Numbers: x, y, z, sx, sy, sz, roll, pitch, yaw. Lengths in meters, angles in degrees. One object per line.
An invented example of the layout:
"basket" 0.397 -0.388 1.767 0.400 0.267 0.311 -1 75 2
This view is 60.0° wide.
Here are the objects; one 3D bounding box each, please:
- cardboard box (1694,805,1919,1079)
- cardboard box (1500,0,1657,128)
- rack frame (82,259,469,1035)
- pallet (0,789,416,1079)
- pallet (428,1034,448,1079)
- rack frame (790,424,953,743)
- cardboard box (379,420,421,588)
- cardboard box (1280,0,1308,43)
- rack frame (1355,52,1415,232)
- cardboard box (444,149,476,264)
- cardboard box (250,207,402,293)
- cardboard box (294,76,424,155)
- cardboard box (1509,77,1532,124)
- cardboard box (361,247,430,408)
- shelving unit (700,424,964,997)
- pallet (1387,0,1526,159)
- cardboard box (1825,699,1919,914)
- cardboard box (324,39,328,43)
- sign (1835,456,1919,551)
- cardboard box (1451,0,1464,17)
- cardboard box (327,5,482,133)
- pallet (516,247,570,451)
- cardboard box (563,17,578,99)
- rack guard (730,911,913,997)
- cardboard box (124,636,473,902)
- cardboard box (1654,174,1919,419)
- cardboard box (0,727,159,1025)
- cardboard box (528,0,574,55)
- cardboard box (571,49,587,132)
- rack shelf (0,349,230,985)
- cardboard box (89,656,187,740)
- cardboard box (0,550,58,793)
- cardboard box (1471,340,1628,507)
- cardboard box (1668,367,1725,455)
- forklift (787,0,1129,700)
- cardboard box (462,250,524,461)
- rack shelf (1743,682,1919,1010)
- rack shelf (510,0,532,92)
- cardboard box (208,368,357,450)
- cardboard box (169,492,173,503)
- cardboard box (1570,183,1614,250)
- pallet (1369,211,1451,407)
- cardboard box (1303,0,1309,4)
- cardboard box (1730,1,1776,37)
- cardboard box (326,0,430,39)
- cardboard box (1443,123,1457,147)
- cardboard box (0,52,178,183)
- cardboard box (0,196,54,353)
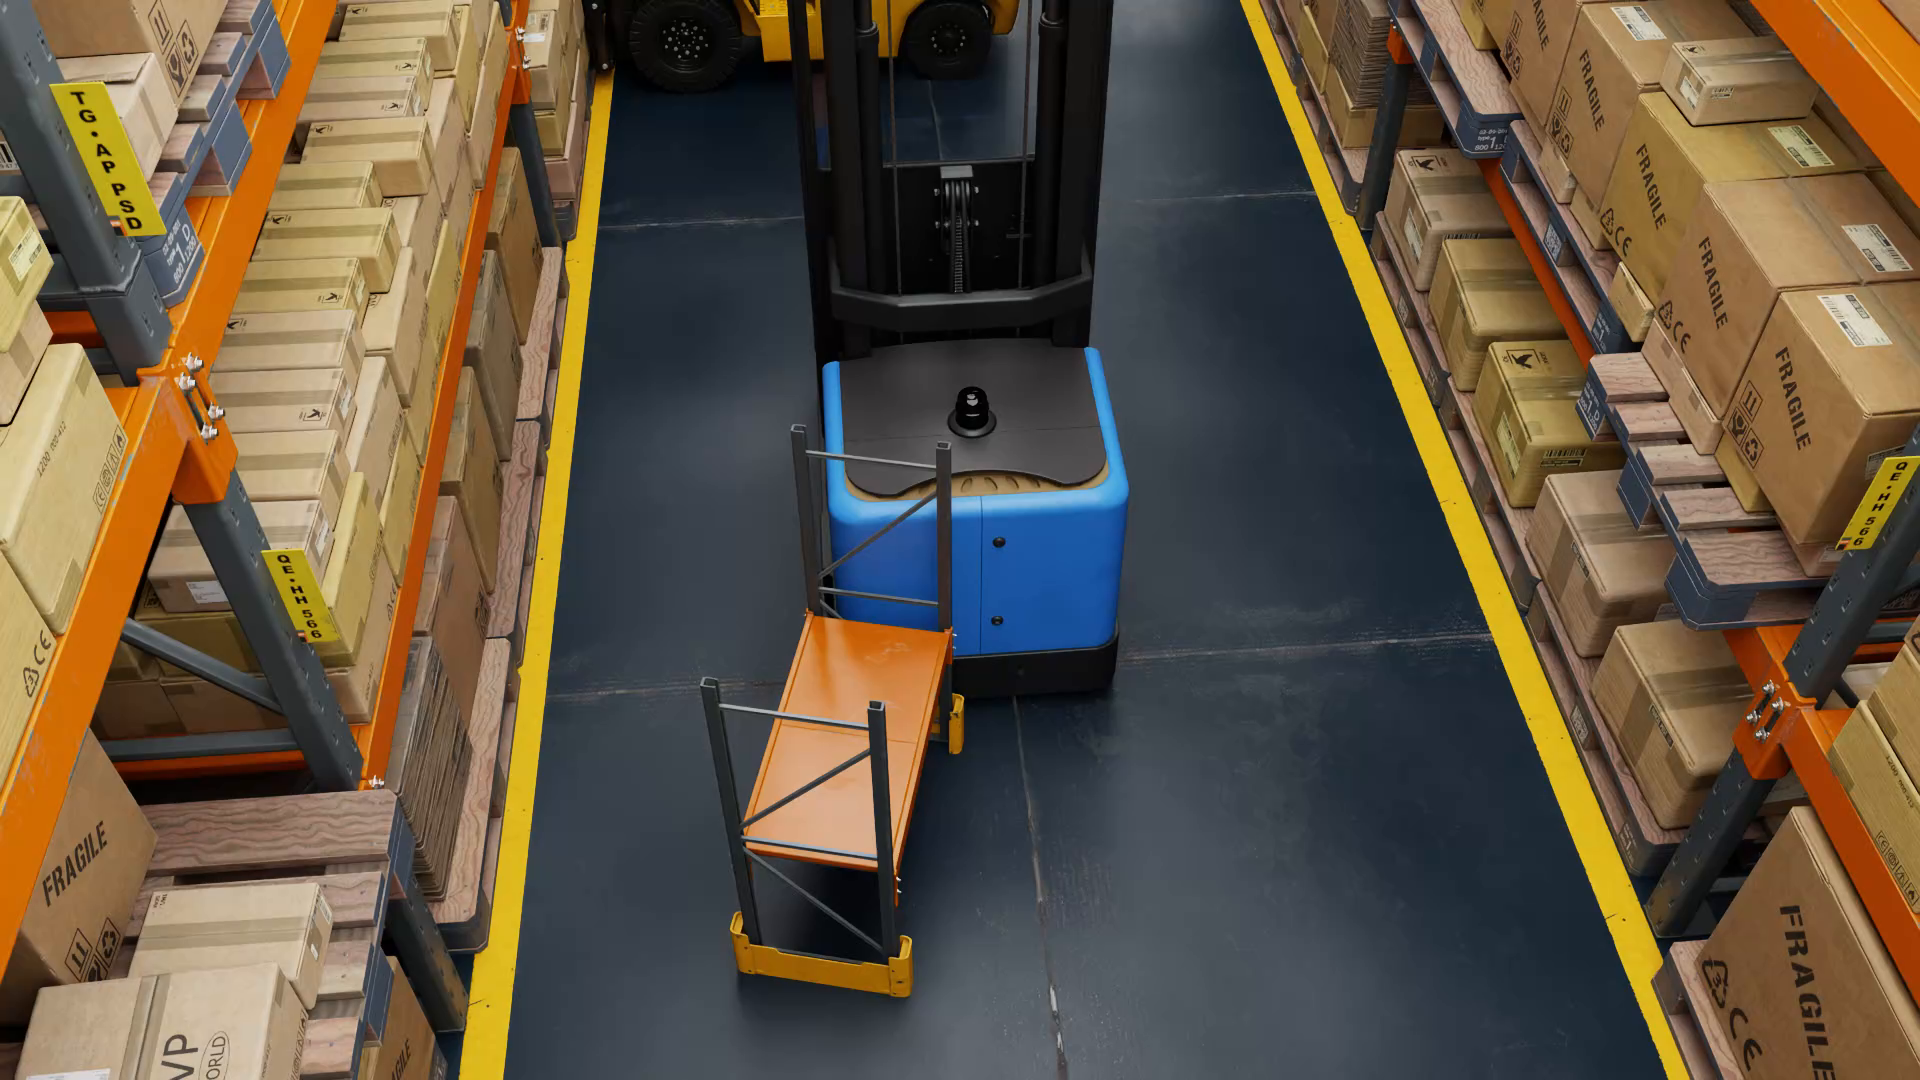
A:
"cardboard box" 2.816 1.333 4.732 0.875 0.875 0.875 -4 47 -4
"cardboard box" 2.329 -1.855 6.015 0.500 0.500 0.500 -4 47 -4
"rack frame" -2.105 0.547 4.303 1.000 3.000 0.127 -3 47 -3
"pallet" -1.979 1.099 3.912 1.213 0.211 1.003 -3 47 -3
"pallet" -2.081 2.048 4.802 1.003 0.211 1.213 -3 47 -3
"rack frame" -0.276 0.198 5.666 0.500 1.500 0.032 7 47 7
"cardboard box" -1.936 -0.102 5.020 0.500 0.250 0.500 -4 47 -4
"cardboard box" 2.096 -3.015 9.281 0.500 0.250 0.500 -3 47 -3
"rack frame" 2.506 -2.652 7.332 1.000 3.000 0.127 -3 47 -3
"cardboard box" -2.079 -1.223 6.082 0.500 0.250 0.500 -3 47 -3
"cardboard box" -1.957 -0.893 5.150 0.380 0.149 0.250 -3 47 -2
"cardboard box" -2.054 -1.449 5.677 0.380 0.149 0.250 -3 47 -3
"cardboard box" 2.329 -1.721 6.334 0.380 0.149 0.250 -3 47 -3
"cardboard box" -1.966 -0.652 5.197 0.500 0.250 0.500 -5 47 -4
"shelving unit" -0.363 0.568 5.316 0.587 1.500 1.083 7 47 7
"pallet" 2.425 -2.024 6.870 1.003 0.211 1.213 -3 47 -3
"cardboard box" 2.631 0.663 4.296 0.500 0.250 0.500 -4 47 -4
"cardboard box" -2.621 -1.721 6.209 0.500 0.250 0.500 -4 47 -4
"sign" 2.301 -0.089 4.162 0.100 0.325 0.005 -3 47 -3
"cardboard box" 2.237 -2.291 6.874 0.380 0.149 0.250 -3 47 -3
"cardboard box" -2.094 -1.756 6.243 0.500 0.250 0.500 -5 47 -4
"pallet" -2.340 -0.858 7.554 1.003 0.211 1.213 -3 47 -3
"cardboard box" -2.217 -2.451 8.402 0.500 0.250 0.500 -4 47 -4
"rack guard" -0.448 1.354 5.432 0.587 0.250 0.087 7 47 7
"cardboard box" -2.144 0.767 5.441 0.875 0.625 0.625 -2 47 -2
"cardboard box" 2.471 -0.724 4.944 0.500 0.500 0.500 -4 47 -4
"cardboard box" -2.218 0.750 3.753 0.500 0.500 0.500 -2 47 -1
"cardboard box" -2.201 -2.630 8.227 0.500 0.250 0.500 -3 47 -3
"cardboard box" -2.209 -2.283 8.587 0.500 0.250 0.500 -4 47 -4
"rack shelf" -1.938 1.209 2.105 1.077 0.370 4.000 -3 47 -3
"cardboard box" -2.398 0.288 4.651 0.500 0.250 0.500 -4 47 -4
"cardboard box" -1.778 0.287 2.586 0.500 0.250 0.500 -3 47 -3
"cardboard box" 2.676 -0.491 6.806 0.950 0.372 0.625 -2 47 -2
"cardboard box" 2.418 -0.408 5.091 0.380 0.149 0.250 -4 47 -4
"forklift" -0.053 -1.464 6.254 1.130 2.935 3.031 -4 47 -3
"cardboard box" -2.328 -0.737 6.865 0.875 0.625 0.625 -4 47 -4
"rack shelf" 3.008 1.936 3.482 1.077 0.370 4.000 -3 47 -3
"rack shelf" -2.608 -3.547 8.675 1.077 0.370 4.000 -3 47 -3
"cardboard box" -1.909 -0.337 4.624 0.380 0.149 0.250 -2 47 -2
"cardboard box" -2.465 -0.252 4.818 0.500 0.250 0.500 -3 47 -3
"cardboard box" 2.370 -1.155 5.798 0.380 0.149 0.250 -5 47 -5
"pallet" 2.572 -1.130 7.811 1.003 0.211 1.213 -3 47 -3
"cardboard box" 2.100 -3.257 8.994 0.500 0.500 0.500 -1 47 -1
"cardboard box" 2.898 -1.501 5.679 0.500 0.500 0.500 -5 47 -5
"cardboard box" -2.183 -2.005 6.204 0.380 0.149 0.250 -4 47 -3
"cardboard box" 2.725 -2.294 8.598 0.500 0.250 0.500 -5 47 -5
"cardboard box" -1.832 -0.854 3.366 0.380 0.166 0.250 -4 47 -3
"cardboard box" -1.782 -0.442 2.797 0.380 0.149 0.250 -2 47 -2
